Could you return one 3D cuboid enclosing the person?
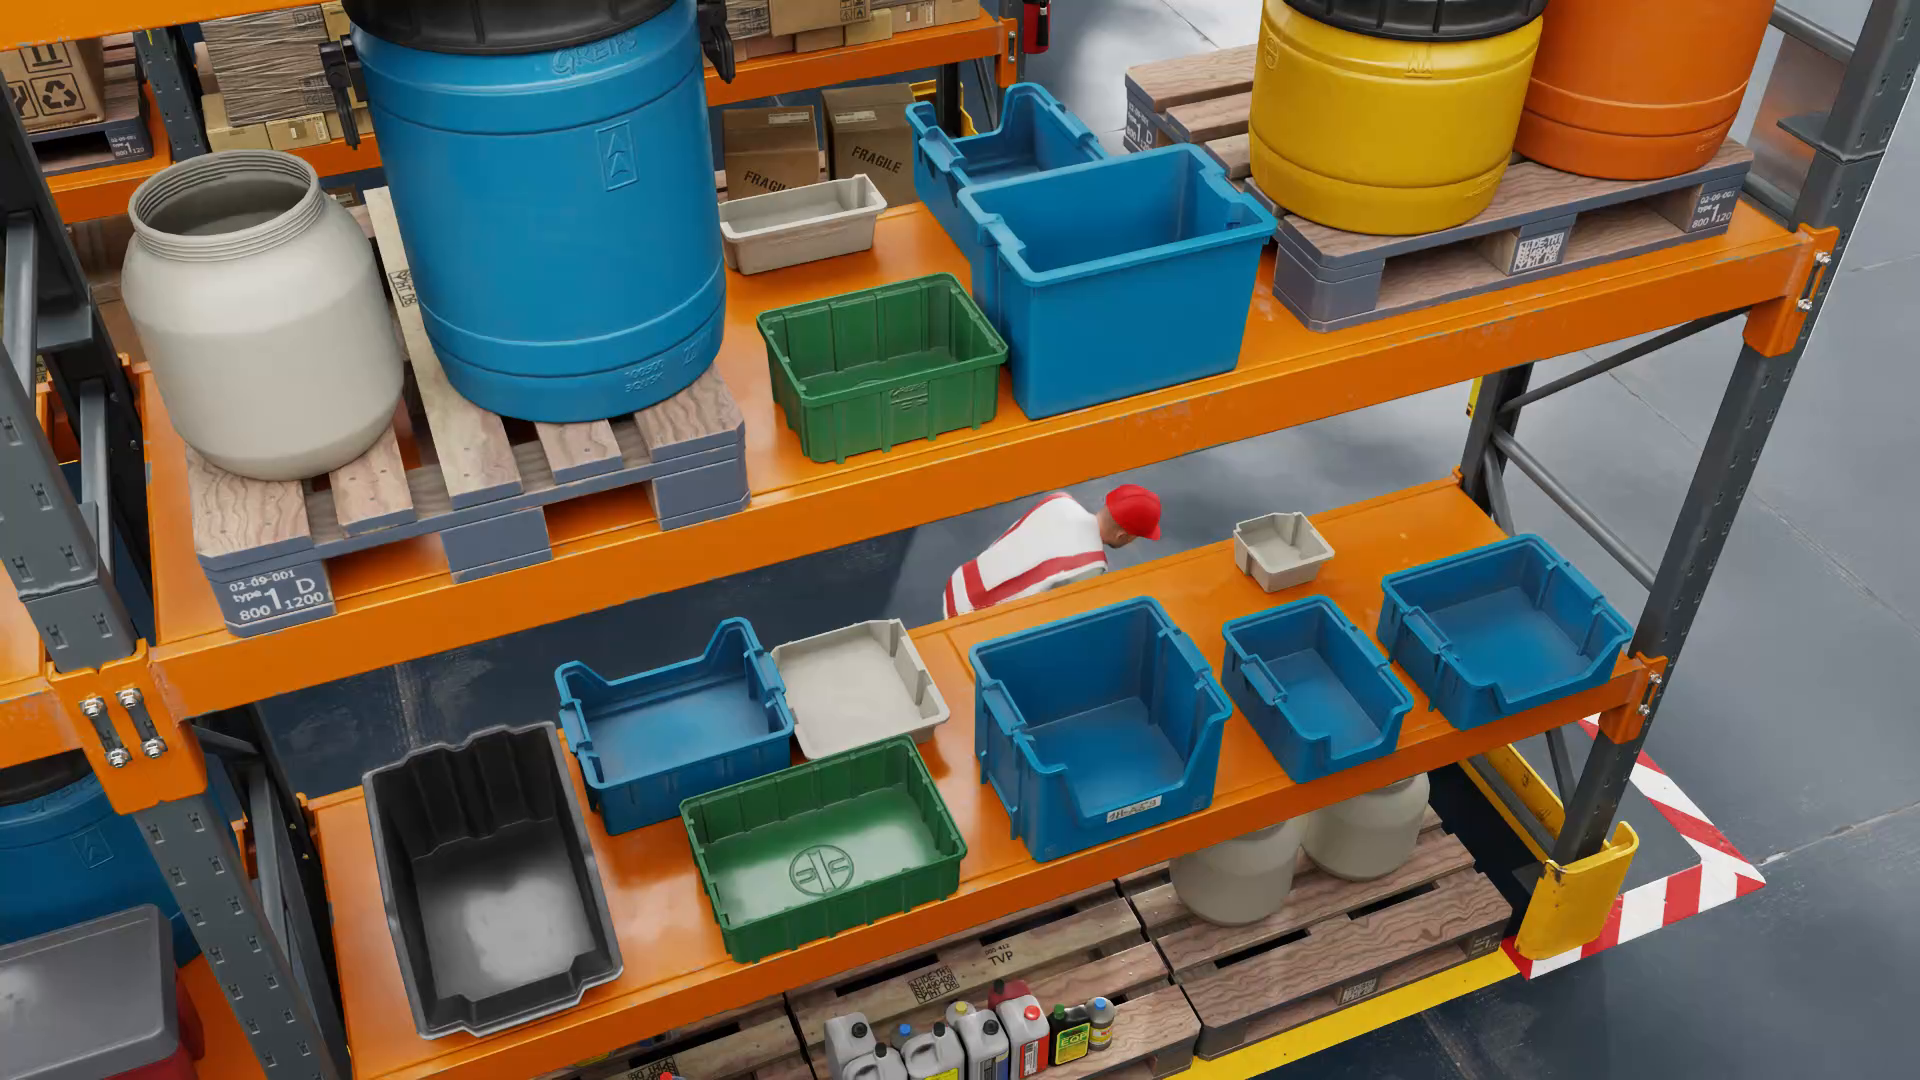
[{"bbox_3d":[0.382,0.229,6.479,0.897,1.008,0.544,-3,41,-4],"label":"person"}]
